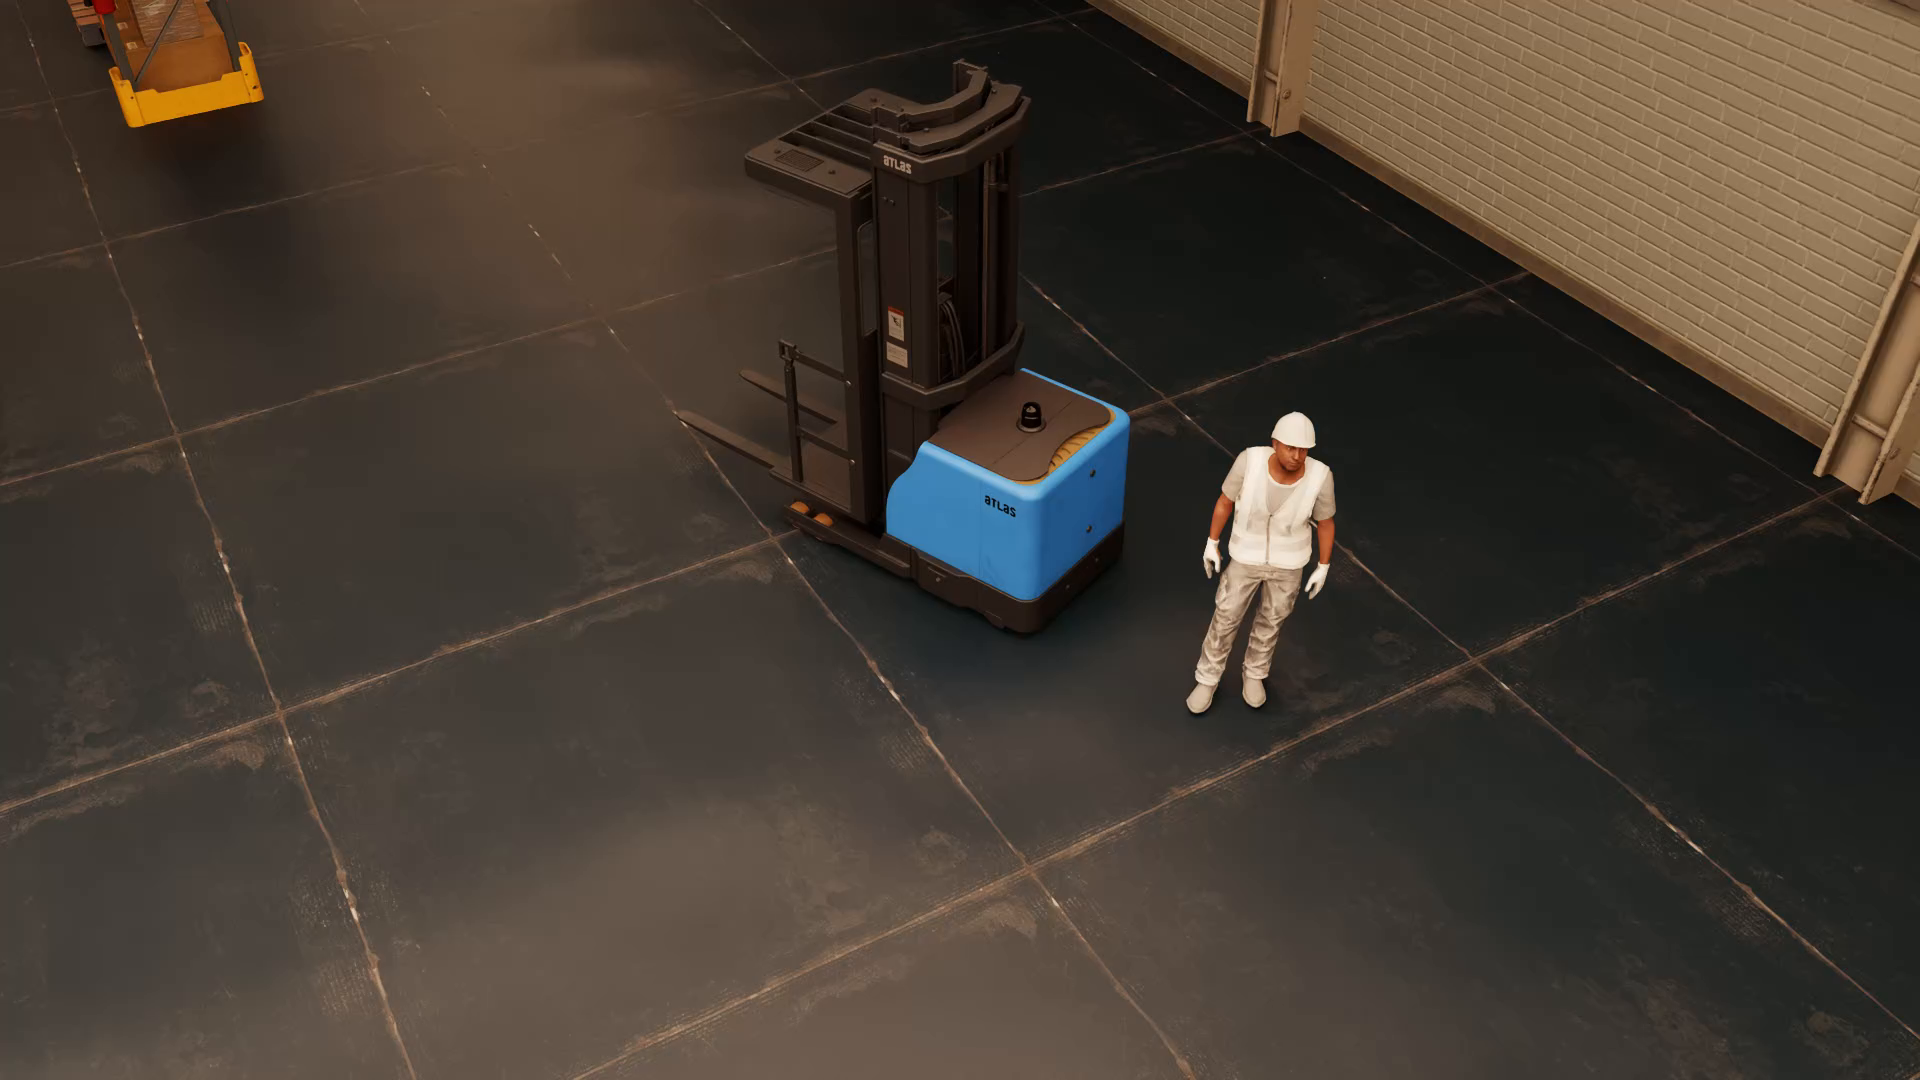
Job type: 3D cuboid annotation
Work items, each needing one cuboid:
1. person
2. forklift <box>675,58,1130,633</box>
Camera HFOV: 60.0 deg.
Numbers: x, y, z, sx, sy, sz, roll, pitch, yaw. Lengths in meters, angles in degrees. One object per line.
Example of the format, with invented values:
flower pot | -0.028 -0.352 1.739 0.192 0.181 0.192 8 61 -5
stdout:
person | 1.608 0.141 8.753 0.656 1.782 0.577 8 40 9
forklift | -0.481 -1.366 9.683 3.031 2.935 1.130 26 46 28
